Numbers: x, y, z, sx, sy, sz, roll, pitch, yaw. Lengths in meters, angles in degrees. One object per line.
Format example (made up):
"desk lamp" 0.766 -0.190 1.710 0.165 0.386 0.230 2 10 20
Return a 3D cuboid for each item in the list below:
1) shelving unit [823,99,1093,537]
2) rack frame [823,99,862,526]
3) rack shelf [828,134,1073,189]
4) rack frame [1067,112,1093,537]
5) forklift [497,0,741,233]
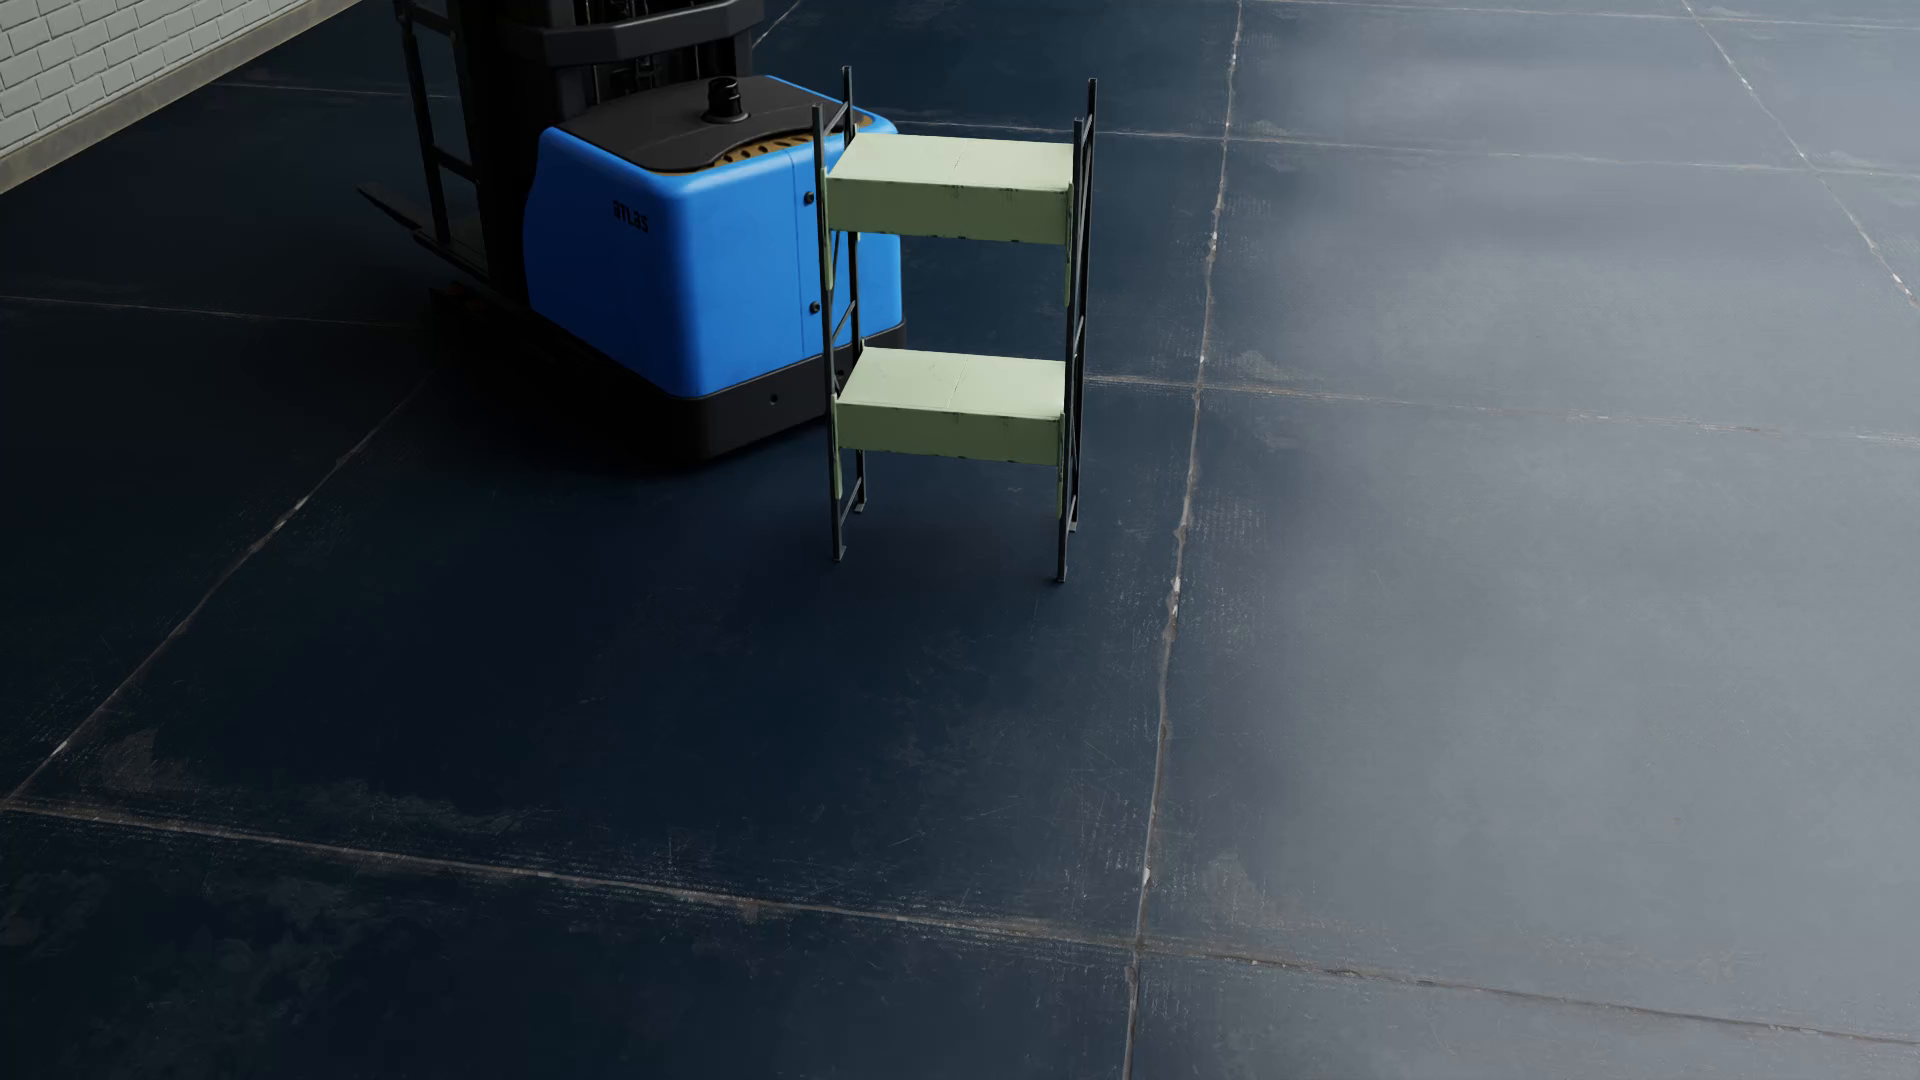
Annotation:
"shelving unit" -0.007 -0.636 5.121 0.742 1.308 0.380 5 32 8
"rack frame" -0.368 -0.668 5.173 0.010 1.308 0.380 5 32 8
"rack shelf" -0.007 -1.080 4.844 0.686 0.052 0.368 5 32 8
"rack frame" 0.354 -0.603 5.069 0.010 1.308 0.380 5 32 8
"forklift" -1.548 -2.225 6.312 1.109 2.935 3.031 -25 40 -34
